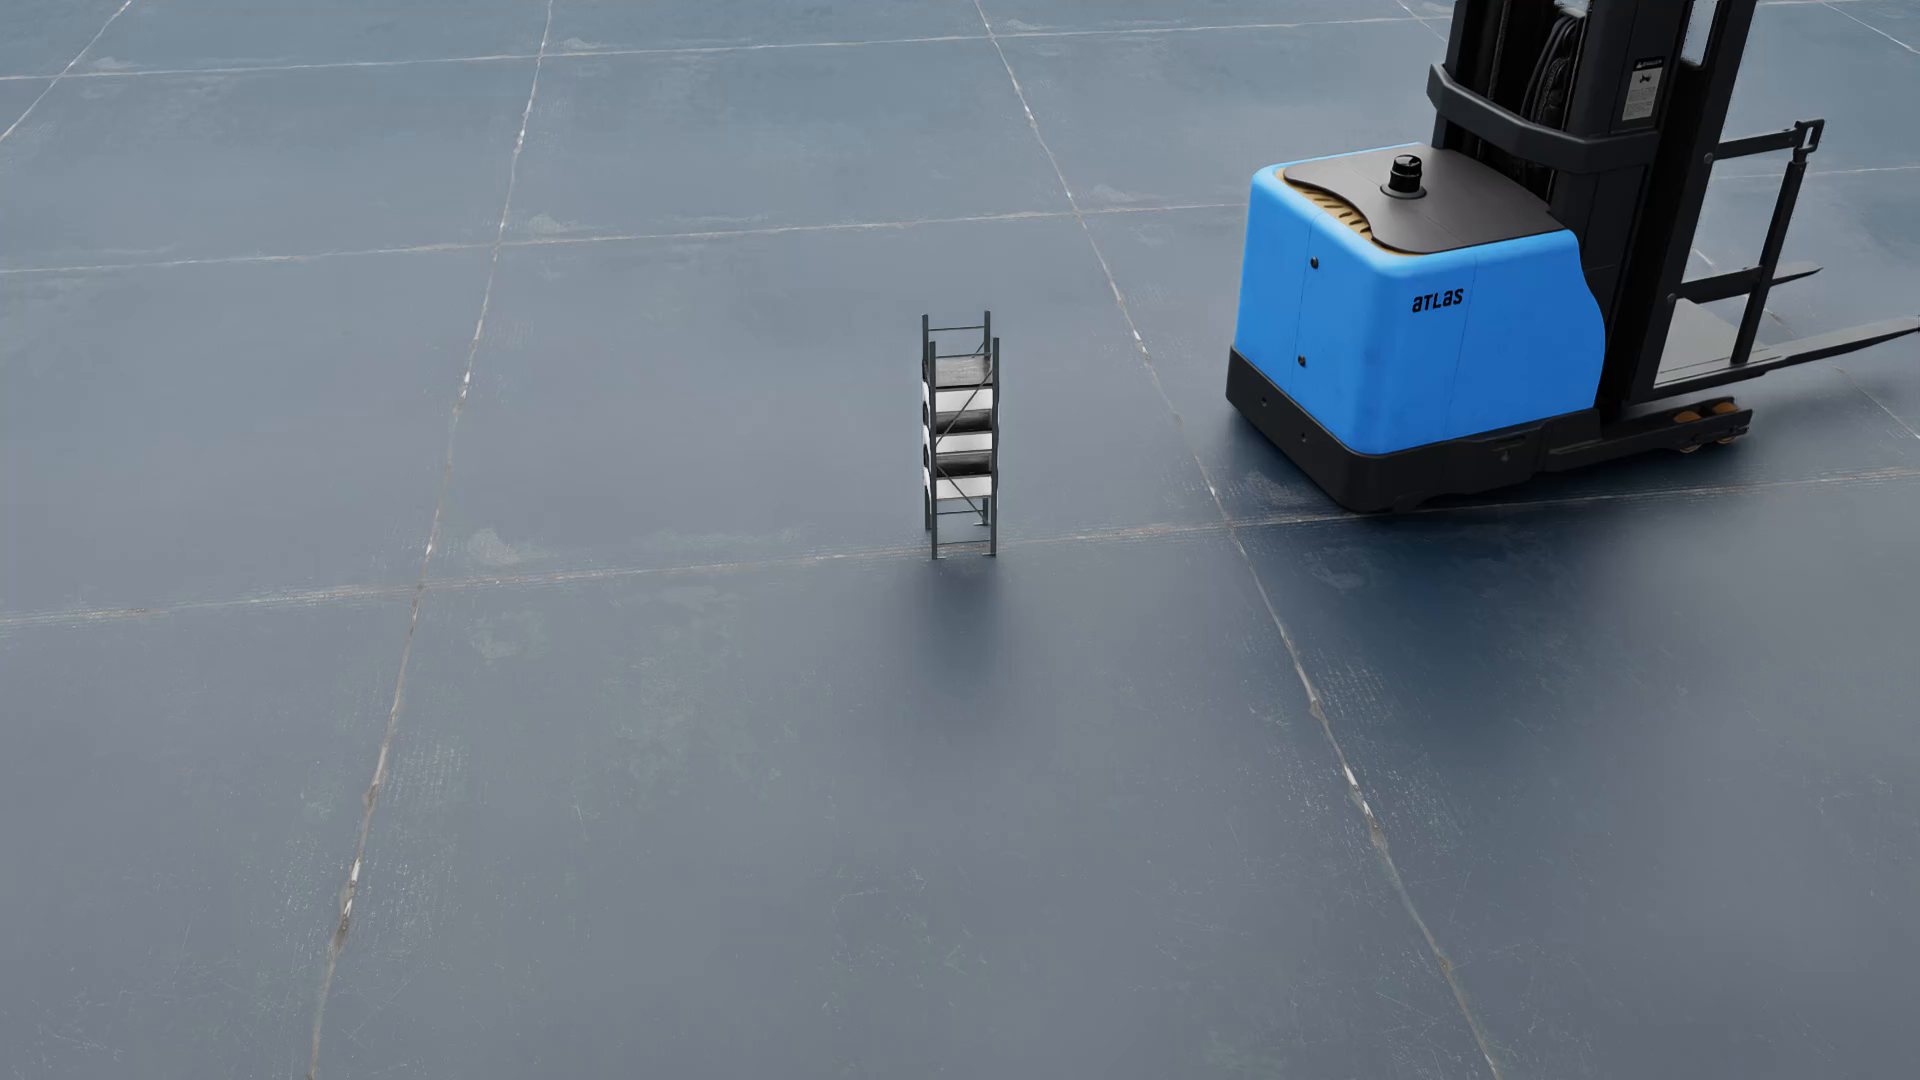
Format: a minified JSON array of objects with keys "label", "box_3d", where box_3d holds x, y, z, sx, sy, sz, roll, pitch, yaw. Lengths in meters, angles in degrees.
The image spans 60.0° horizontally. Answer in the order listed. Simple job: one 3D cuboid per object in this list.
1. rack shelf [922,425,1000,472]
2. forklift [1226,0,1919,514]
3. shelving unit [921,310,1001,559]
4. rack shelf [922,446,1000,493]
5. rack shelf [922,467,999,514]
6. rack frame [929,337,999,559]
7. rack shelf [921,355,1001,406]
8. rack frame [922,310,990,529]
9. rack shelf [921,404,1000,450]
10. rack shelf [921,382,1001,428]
[{"label":"rack shelf","box_3d":[0.001,-0.340,6.009,0.258,0.077,0.200,-4,35,-6]},{"label":"forklift","box_3d":[2.690,-1.830,6.332,3.031,2.935,1.130,-13,36,-18]},{"label":"shelving unit","box_3d":[0.001,-0.367,5.990,0.258,0.900,0.210,-4,35,-6]},{"label":"rack shelf","box_3d":[0.001,-0.265,6.059,0.258,0.077,0.200,-4,35,-6]},{"label":"rack shelf","box_3d":[0.001,-0.191,6.110,0.258,0.077,0.200,-4,35,-6]},{"label":"rack frame","box_3d":[0.015,-0.311,5.907,0.240,0.900,0.006,-4,35,-6]},{"label":"rack shelf","box_3d":[0.001,-0.563,5.857,0.258,0.077,0.200,-4,35,-6]},{"label":"rack frame","box_3d":[-0.013,-0.424,6.073,0.240,0.900,0.006,-4,35,-6]},{"label":"rack shelf","box_3d":[0.001,-0.414,5.958,0.258,0.077,0.200,-4,35,-6]},{"label":"rack shelf","box_3d":[0.001,-0.489,5.907,0.258,0.077,0.200,-4,35,-6]}]
